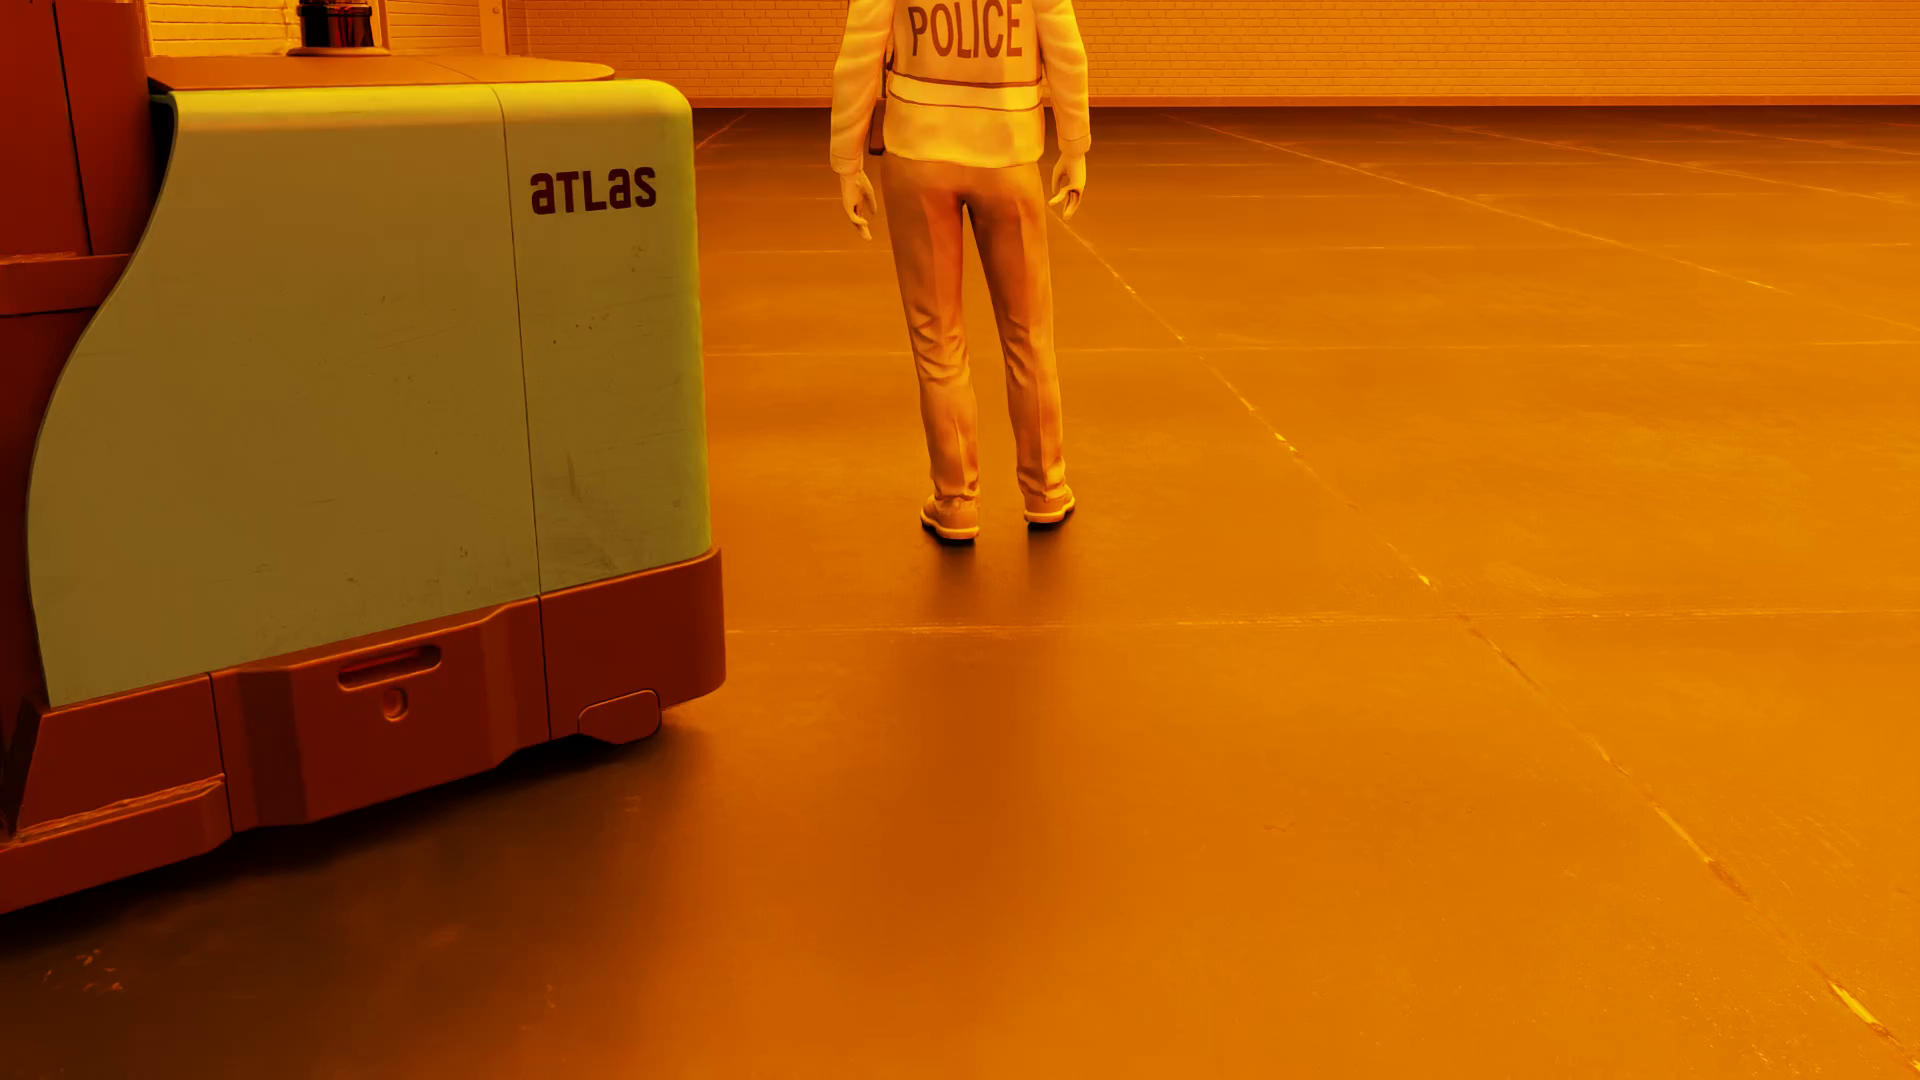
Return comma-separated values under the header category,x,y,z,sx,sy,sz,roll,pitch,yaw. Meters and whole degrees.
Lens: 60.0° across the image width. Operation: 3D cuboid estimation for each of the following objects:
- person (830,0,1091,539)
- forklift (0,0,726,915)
category,x,y,z,sx,sy,sz,roll,pitch,yaw
person,0.003,-0.837,3.735,0.587,1.694,0.529,-1,17,-3
forklift,-1.849,-0.912,1.889,3.031,2.935,1.130,-14,22,-39
